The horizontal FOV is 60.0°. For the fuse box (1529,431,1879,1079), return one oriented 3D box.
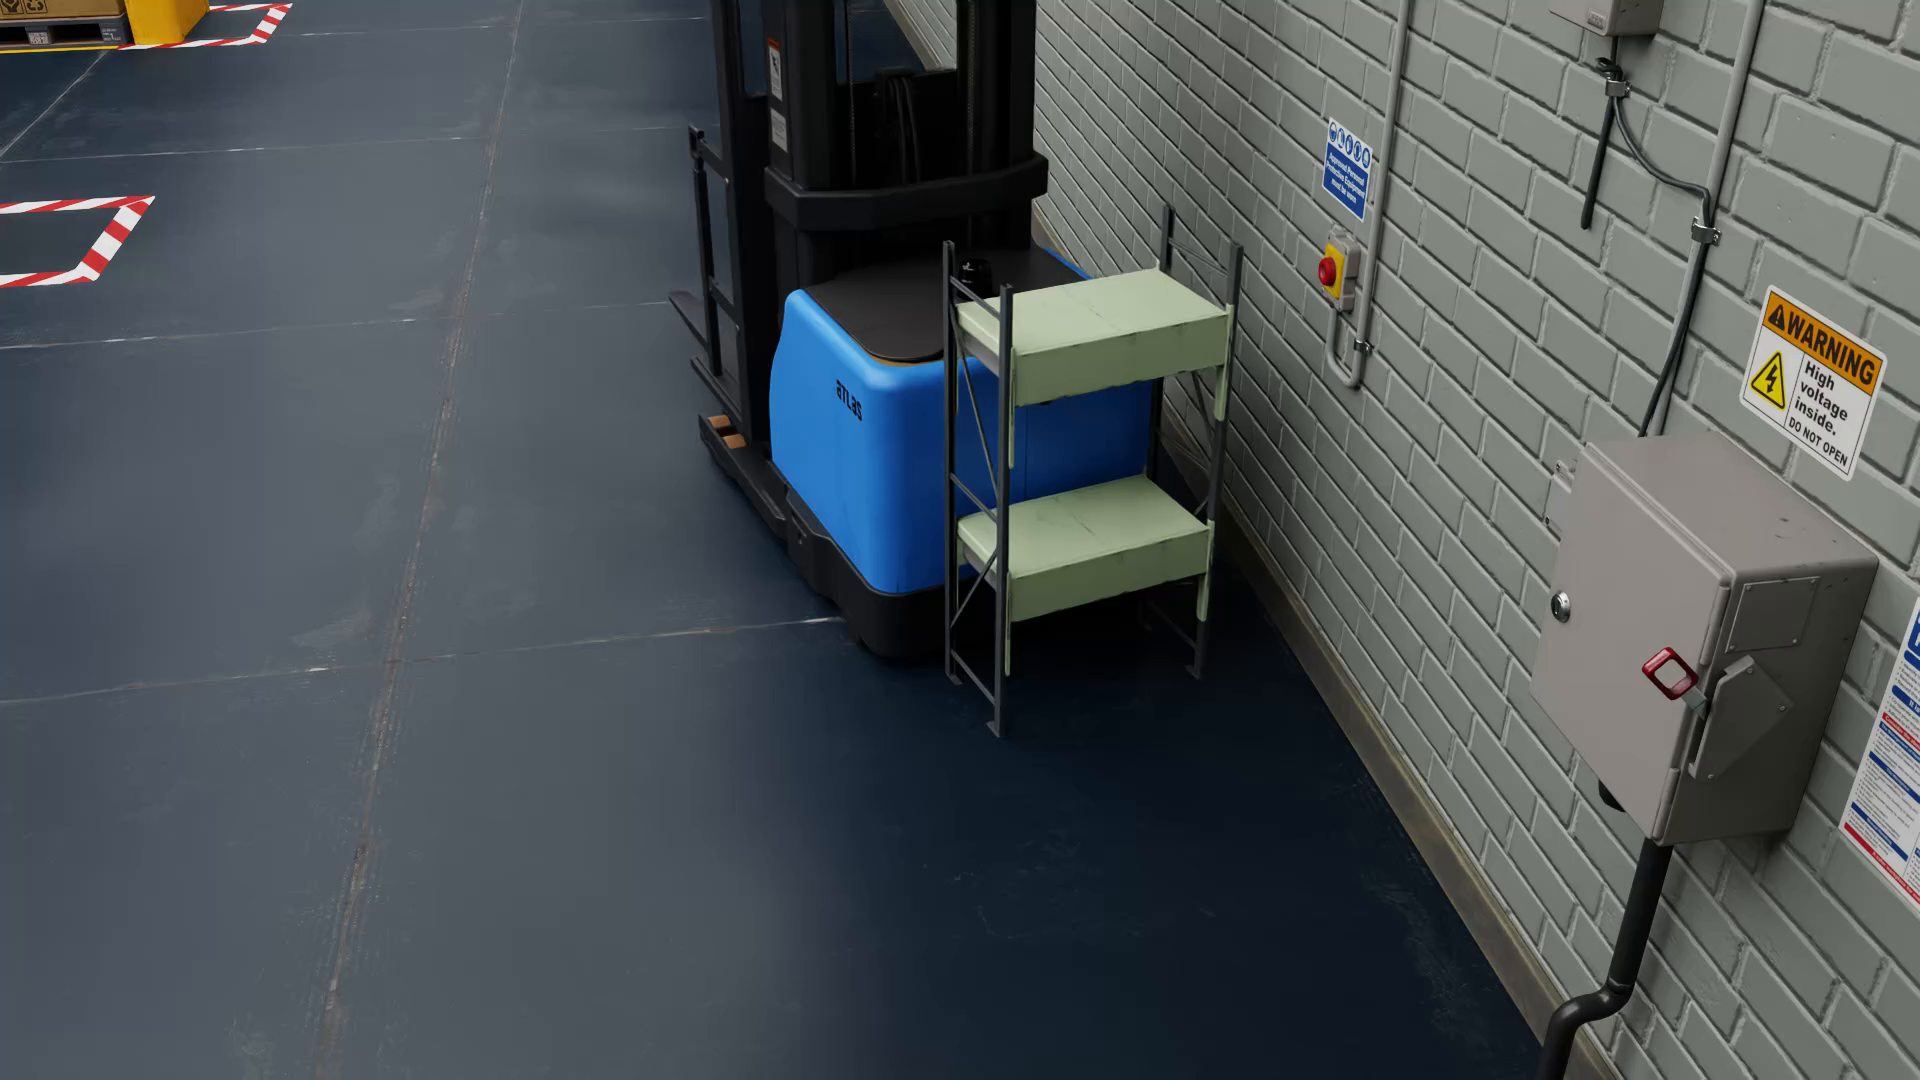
[{"bbox_3d":[1.316,0.674,3.416,0.414,1.711,0.539,-5,31,-9],"label":"fuse box"}]

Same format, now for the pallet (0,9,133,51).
[{"bbox_3d":[-7.019,-4.043,12.917,1.213,0.211,1.003,-5,31,-9],"label":"pallet"}]

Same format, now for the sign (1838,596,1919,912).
[{"bbox_3d":[1.609,0.387,2.727,0.001,0.494,0.329,-5,31,-9],"label":"sign"}]

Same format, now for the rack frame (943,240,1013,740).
[{"bbox_3d":[0.047,-0.116,4.968,0.023,1.500,0.400,-14,33,-22],"label":"rack frame"}]

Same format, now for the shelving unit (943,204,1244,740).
[{"bbox_3d":[0.377,-0.196,5.103,0.755,1.500,0.431,-14,33,-22],"label":"shelving unit"}]

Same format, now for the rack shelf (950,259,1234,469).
[{"bbox_3d":[0.377,-0.532,4.905,0.720,0.370,0.431,-14,33,-22],"label":"rack shelf"}]

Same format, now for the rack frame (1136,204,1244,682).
[{"bbox_3d":[0.708,-0.275,5.239,0.023,1.500,0.400,-14,33,-22],"label":"rack frame"}]

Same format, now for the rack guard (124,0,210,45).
[{"bbox_3d":[-6.223,-4.281,13.038,0.348,0.500,1.175,-5,31,-9],"label":"rack guard"}]

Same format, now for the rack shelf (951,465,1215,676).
[{"bbox_3d":[0.377,0.085,5.268,0.720,0.370,0.431,-14,33,-22],"label":"rack shelf"}]

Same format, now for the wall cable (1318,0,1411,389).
[{"bbox_3d":[1.081,-1.394,4.628,0.123,1.953,0.585,-5,31,-9],"label":"wall cable"}]

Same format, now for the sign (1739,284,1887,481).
[{"bbox_3d":[1.510,-0.284,2.959,0.001,0.242,0.339,-5,31,-9],"label":"sign"}]

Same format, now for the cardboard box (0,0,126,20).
[{"bbox_3d":[-6.861,-4.524,12.666,0.875,0.875,0.875,-5,31,-9],"label":"cardboard box"}]

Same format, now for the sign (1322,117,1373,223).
[{"bbox_3d":[1.133,-1.088,4.875,0.001,0.218,0.327,-5,31,-9],"label":"sign"}]

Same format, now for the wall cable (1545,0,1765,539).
[{"bbox_3d":[1.348,-0.674,3.435,0.122,1.984,0.588,-5,31,-9],"label":"wall cable"}]

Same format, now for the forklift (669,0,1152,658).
[{"bbox_3d":[-0.419,-1.606,6.089,1.130,2.935,3.031,-13,33,-21],"label":"forklift"}]
